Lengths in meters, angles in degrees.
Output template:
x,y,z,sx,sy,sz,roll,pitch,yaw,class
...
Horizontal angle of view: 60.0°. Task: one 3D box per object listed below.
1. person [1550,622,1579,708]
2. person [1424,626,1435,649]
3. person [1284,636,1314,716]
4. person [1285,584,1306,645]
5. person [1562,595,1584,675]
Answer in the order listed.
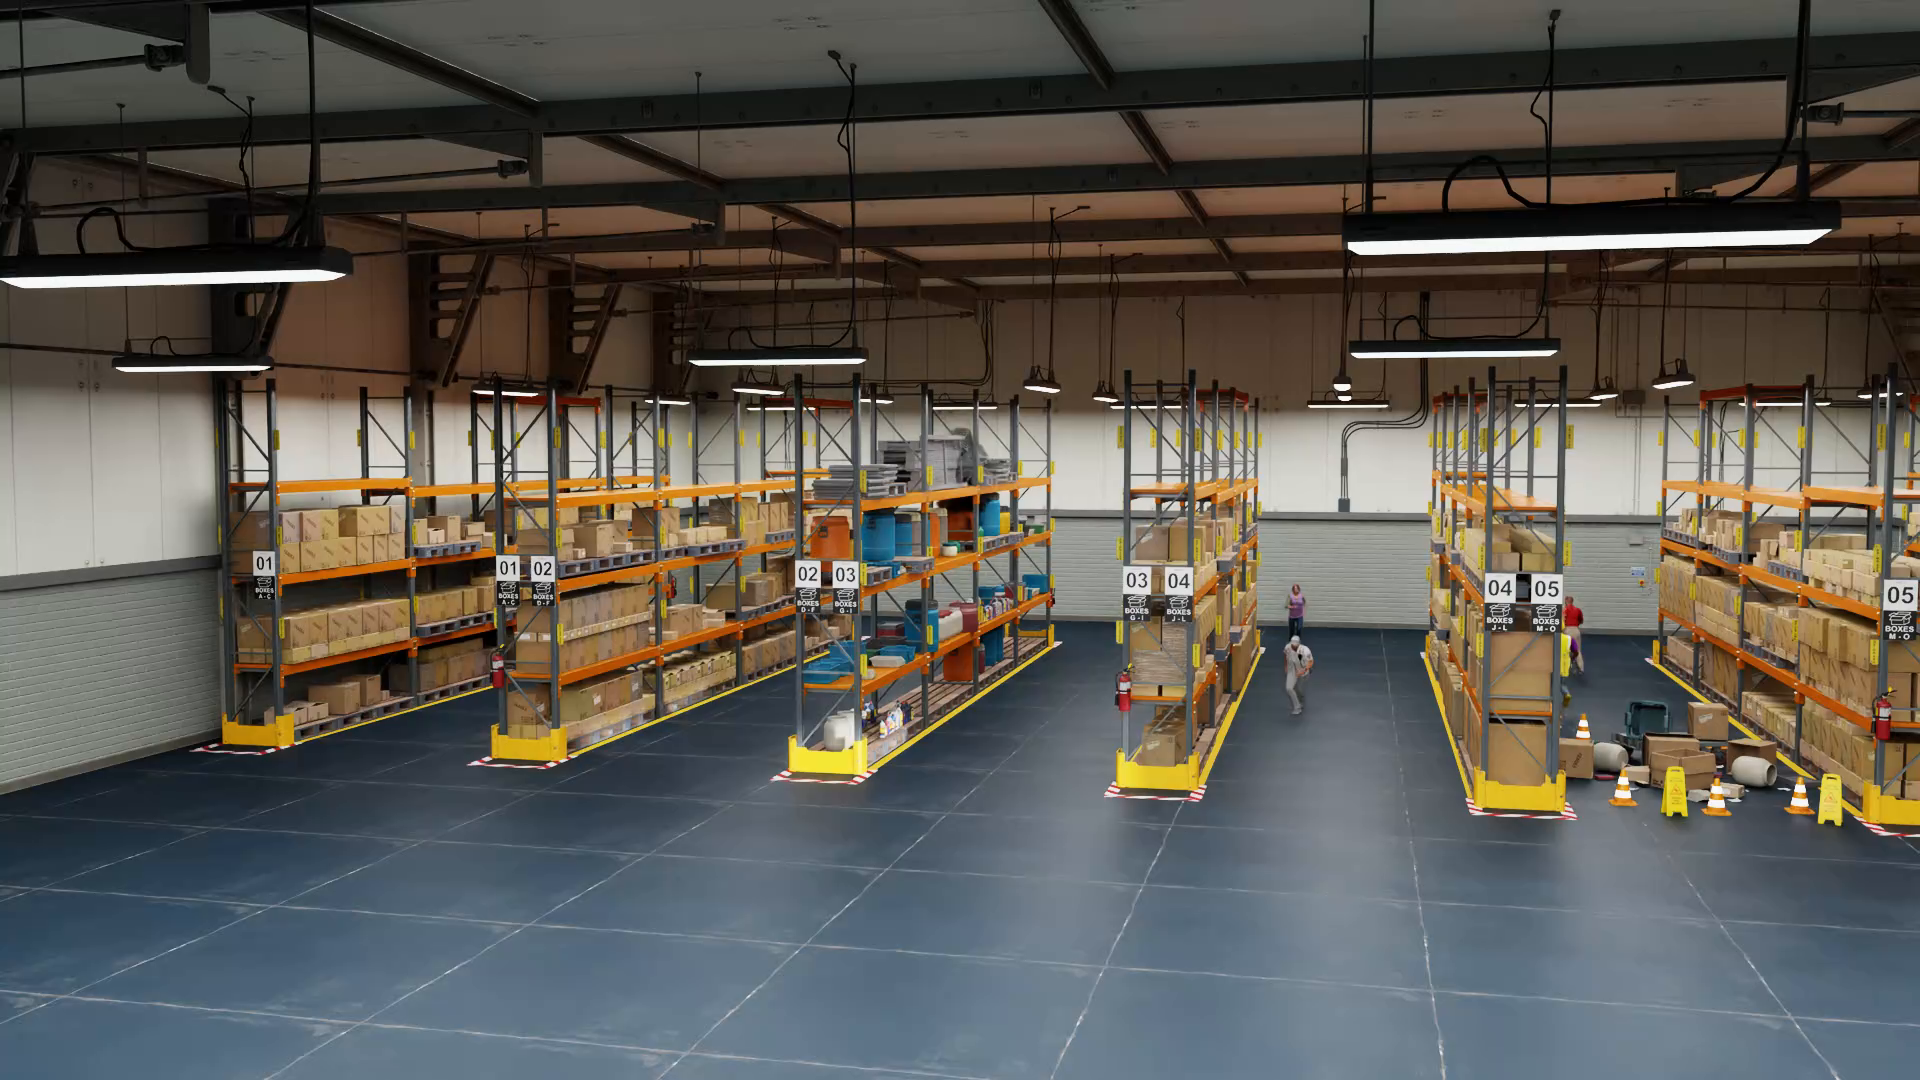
x,y,z,sx,sy,sz,roll,pitch,yaw,class
10.957,2.325,30.428,0.708,1.719,0.712,0,3,4,person
11.493,1.766,39.404,0.974,1.727,0.766,1,4,22,person
6.228,2.445,30.480,0.564,1.475,1.115,2,4,25,person
7.888,1.841,39.099,0.529,1.621,0.824,0,3,5,person
12.920,2.044,35.186,0.670,1.723,1.005,0,3,-4,person
